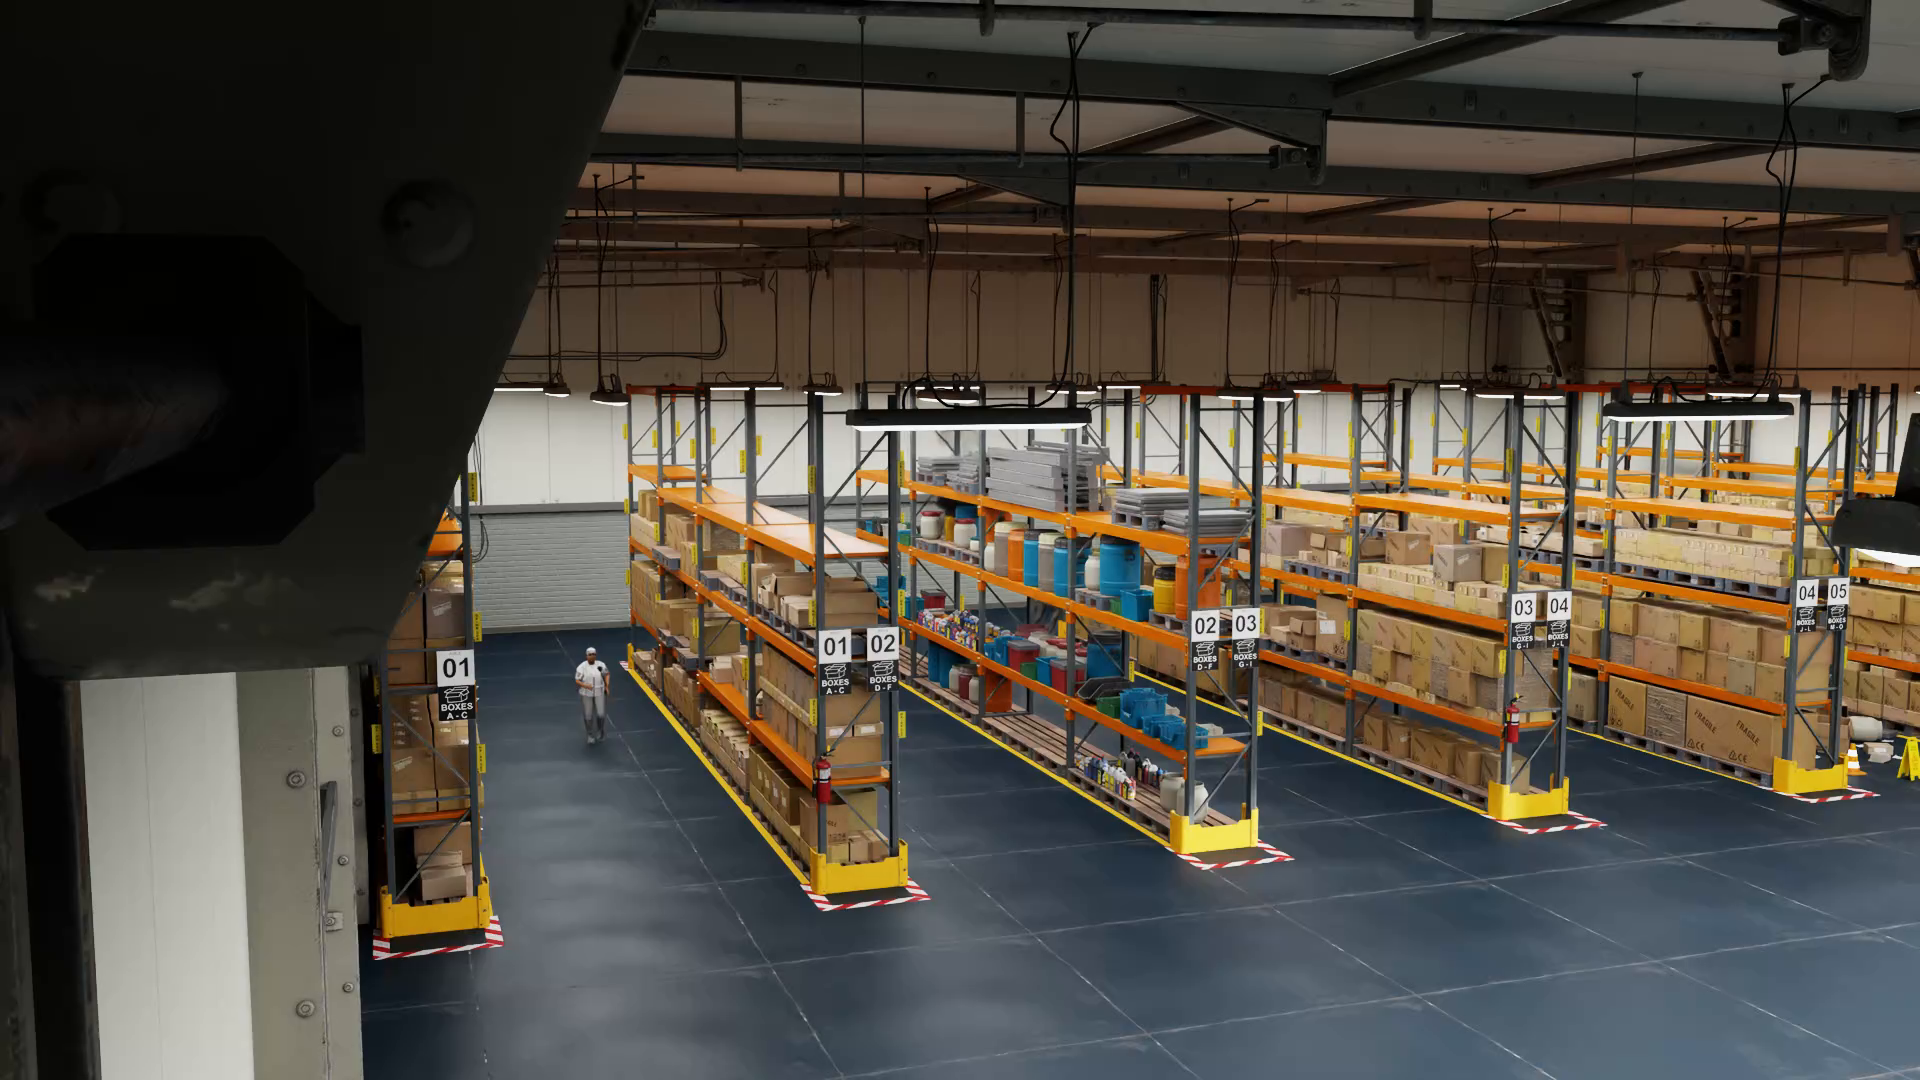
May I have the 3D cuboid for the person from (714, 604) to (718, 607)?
[{"bbox_3d":[-5.396,1.738,36.269,0.570,1.728,0.666,3,7,27],"label":"person"}]

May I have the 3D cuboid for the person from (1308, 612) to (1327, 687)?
[{"bbox_3d":[6.805,2.214,31.878,0.574,1.701,0.939,-2,6,-18],"label":"person"}]

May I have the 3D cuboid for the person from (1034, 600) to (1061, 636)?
[{"bbox_3d":[2.025,1.462,39.430,0.856,1.659,0.562,-2,6,-17],"label":"person"}]

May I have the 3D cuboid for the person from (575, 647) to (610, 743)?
[{"bbox_3d":[-6.178,2.625,28.038,0.591,1.629,0.577,-2,6,-17],"label":"person"}]
